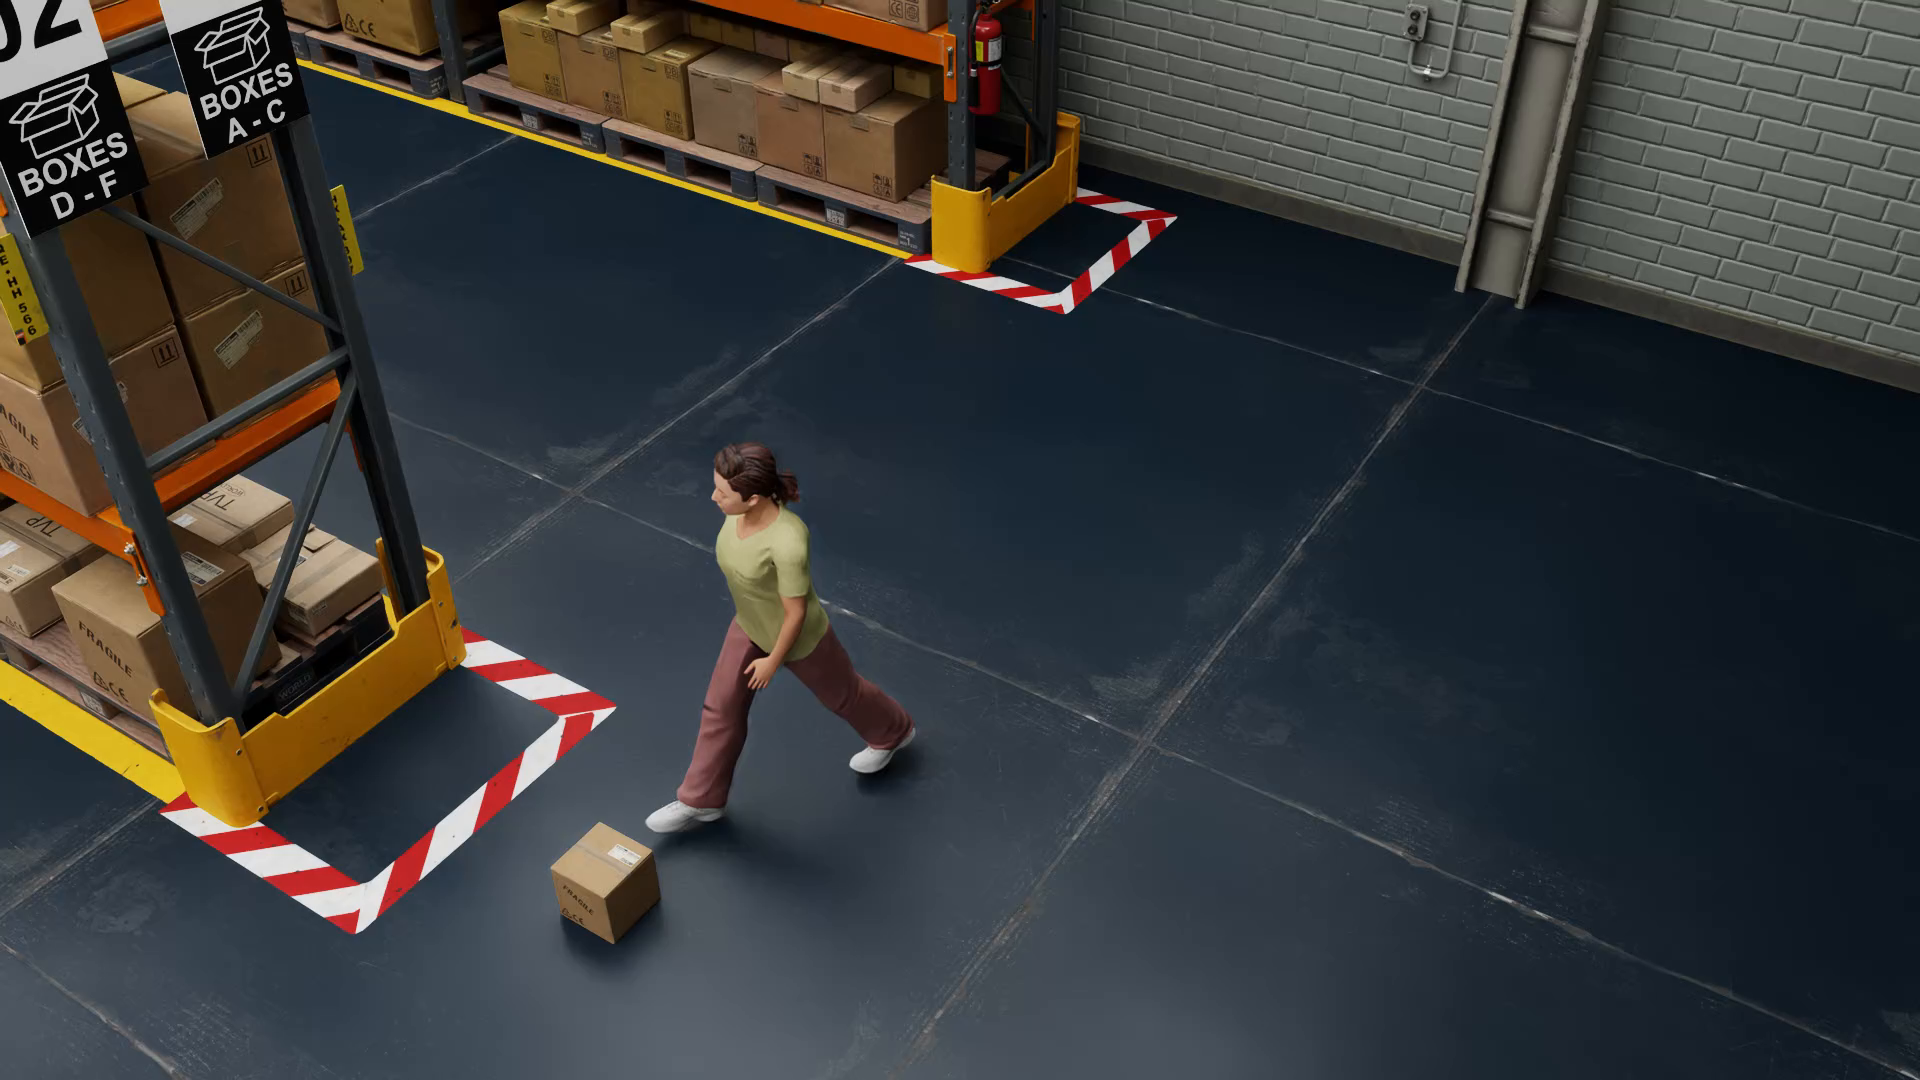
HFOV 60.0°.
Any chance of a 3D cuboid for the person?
[{"bbox_3d":[-0.654,0.313,5.765,1.066,1.610,0.458,-28,46,-31],"label":"person"}]
